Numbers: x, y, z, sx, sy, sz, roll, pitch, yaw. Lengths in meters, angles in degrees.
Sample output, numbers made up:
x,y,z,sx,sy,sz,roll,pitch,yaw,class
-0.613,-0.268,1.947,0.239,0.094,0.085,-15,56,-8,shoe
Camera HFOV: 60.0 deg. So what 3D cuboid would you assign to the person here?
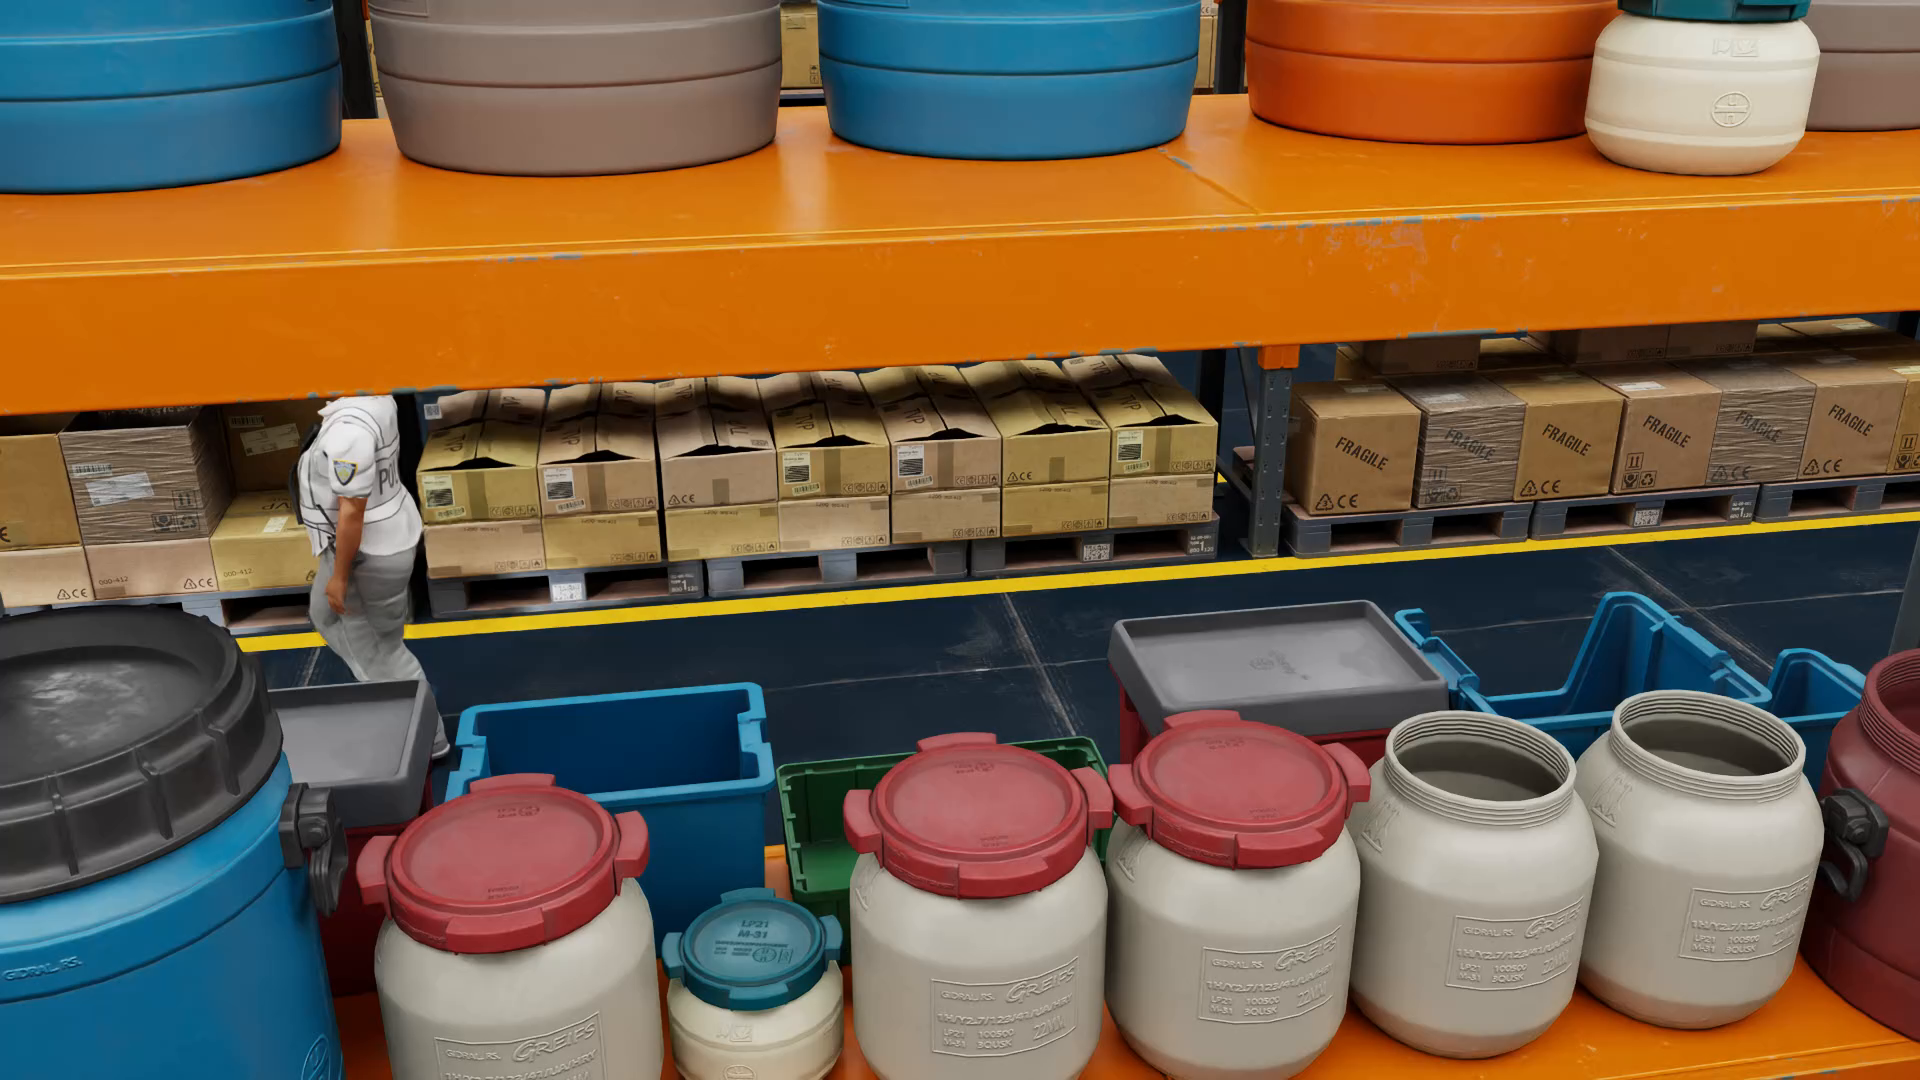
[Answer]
x,y,z,sx,sy,sz,roll,pitch,yaw,class
-2.153,0.057,5.941,0.470,1.694,0.513,-4,24,-9,person
